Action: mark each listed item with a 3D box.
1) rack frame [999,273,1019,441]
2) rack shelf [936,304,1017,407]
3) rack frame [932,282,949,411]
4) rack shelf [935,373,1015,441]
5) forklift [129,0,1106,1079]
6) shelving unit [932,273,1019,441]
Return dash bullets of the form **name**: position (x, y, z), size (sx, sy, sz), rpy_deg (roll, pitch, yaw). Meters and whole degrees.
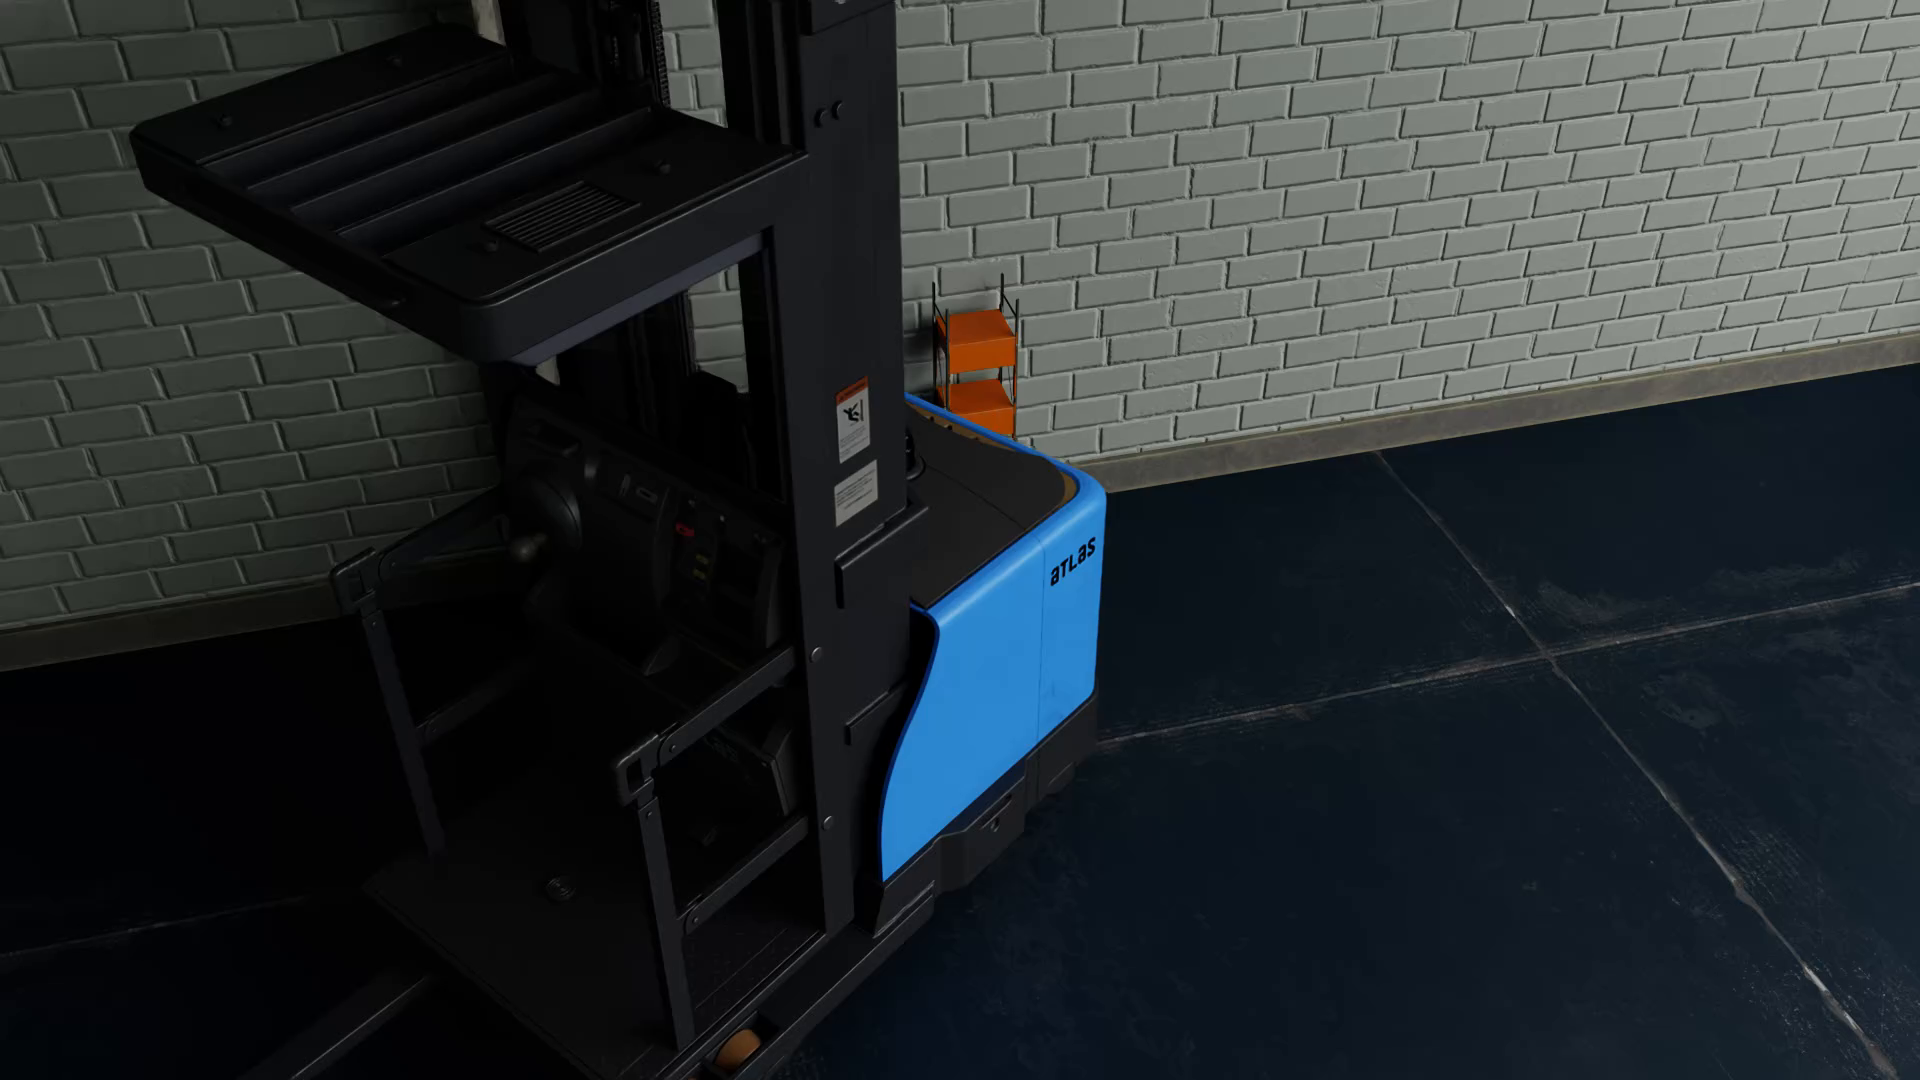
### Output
- **rack frame**: position (0.169, -0.445, 5.967), size (0.008, 1.050, 0.200), rpy_deg (-9, 38, -12)
- **rack shelf**: position (0.052, -0.642, 5.776), size (0.240, 0.259, 0.215), rpy_deg (-9, 38, -12)
- **rack frame**: position (-0.066, -0.406, 5.917), size (0.008, 1.050, 0.200), rpy_deg (-9, 38, -12)
- **rack shelf**: position (0.052, -0.417, 5.949), size (0.240, 0.259, 0.215), rpy_deg (-9, 38, -12)
- **forklift**: position (-0.892, 0.030, 3.798), size (1.130, 2.935, 3.031), rpy_deg (27, 45, 30)
- **shelving unit**: position (0.052, -0.425, 5.942), size (0.252, 1.050, 0.215), rpy_deg (-9, 38, -12)
